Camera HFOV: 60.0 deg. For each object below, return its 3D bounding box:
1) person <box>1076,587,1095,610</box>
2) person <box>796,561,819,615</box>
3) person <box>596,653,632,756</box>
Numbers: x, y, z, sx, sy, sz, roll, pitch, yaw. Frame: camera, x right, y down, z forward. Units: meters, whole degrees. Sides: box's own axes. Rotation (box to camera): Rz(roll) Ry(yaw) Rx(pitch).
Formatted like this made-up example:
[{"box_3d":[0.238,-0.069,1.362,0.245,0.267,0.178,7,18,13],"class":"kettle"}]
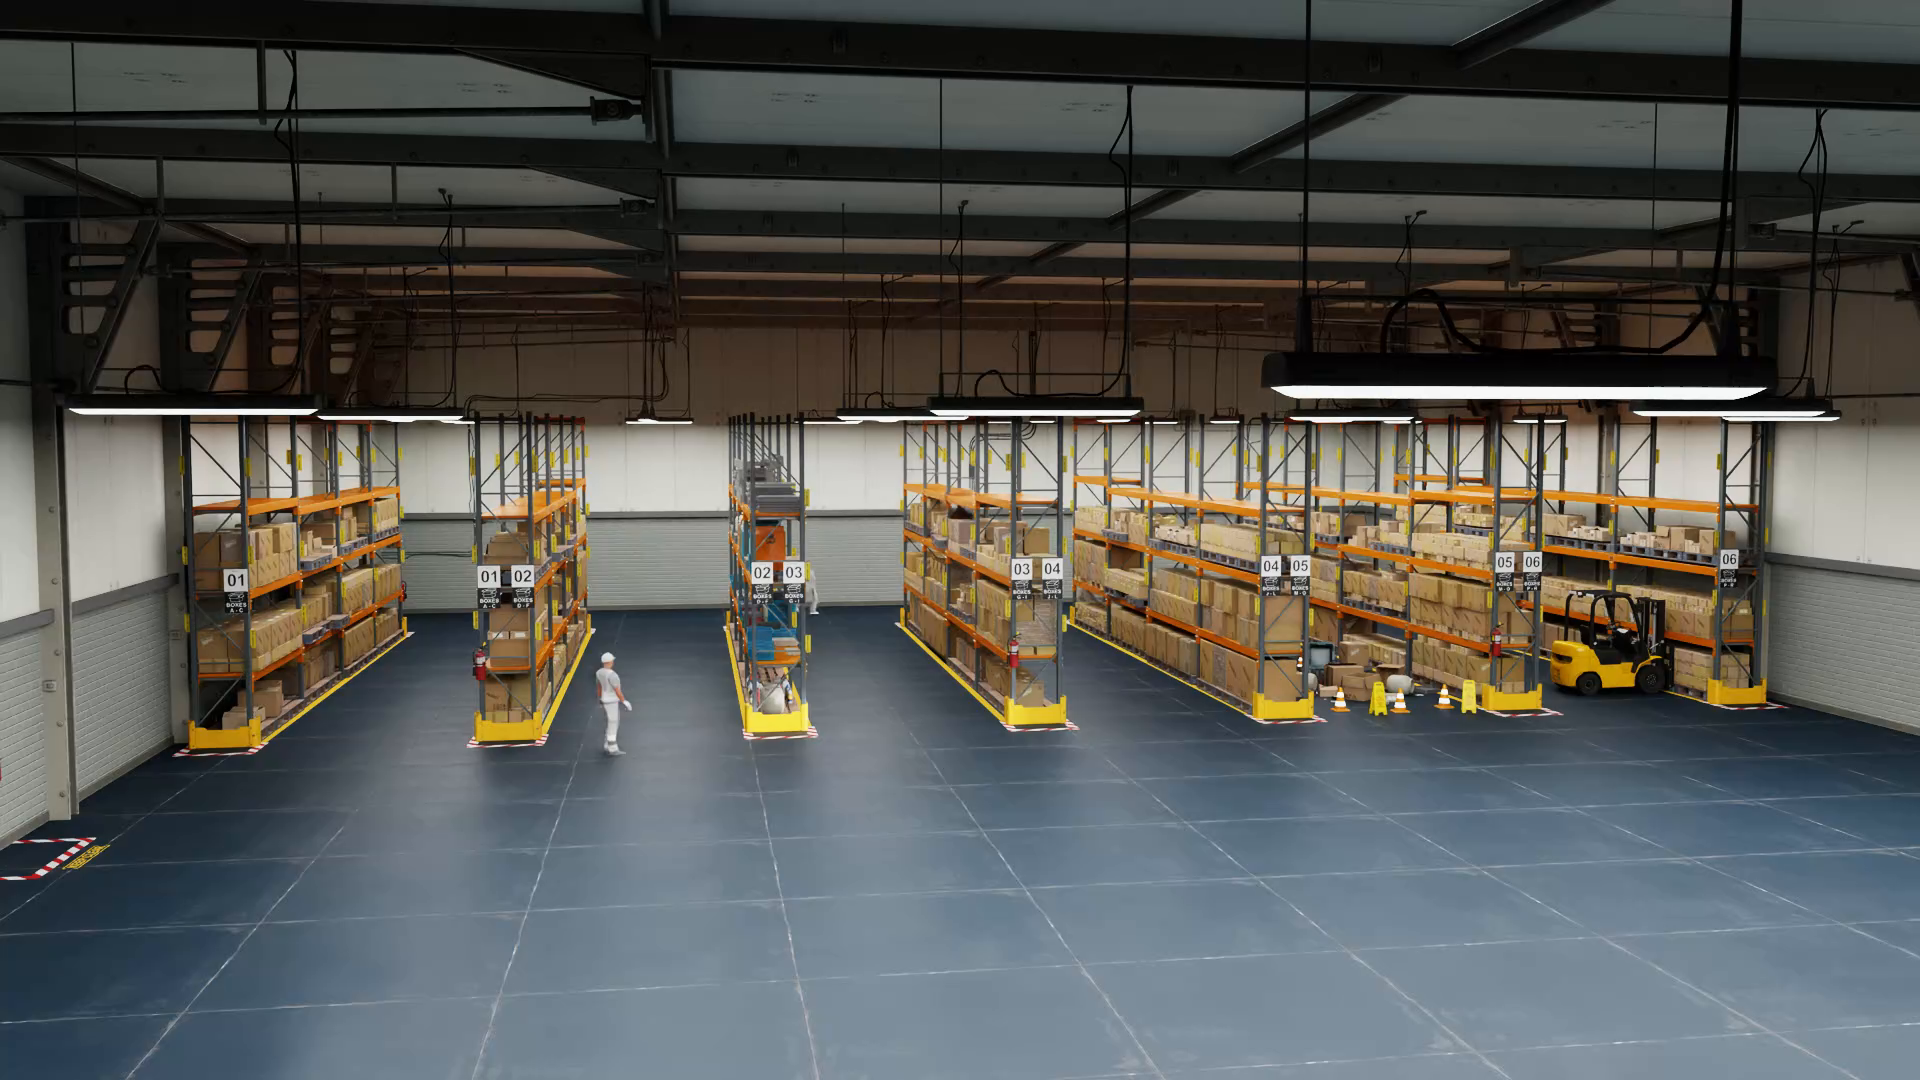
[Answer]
[{"box_3d":[3.769,1.461,50.211,0.899,1.679,0.640,-3,5,-35],"class":"person"},{"box_3d":[-4.624,1.446,50.678,0.732,1.637,0.465,2,4,28],"class":"person"},{"box_3d":[-6.050,2.870,29.064,0.578,1.830,0.619,-1,4,-17],"class":"person"}]
